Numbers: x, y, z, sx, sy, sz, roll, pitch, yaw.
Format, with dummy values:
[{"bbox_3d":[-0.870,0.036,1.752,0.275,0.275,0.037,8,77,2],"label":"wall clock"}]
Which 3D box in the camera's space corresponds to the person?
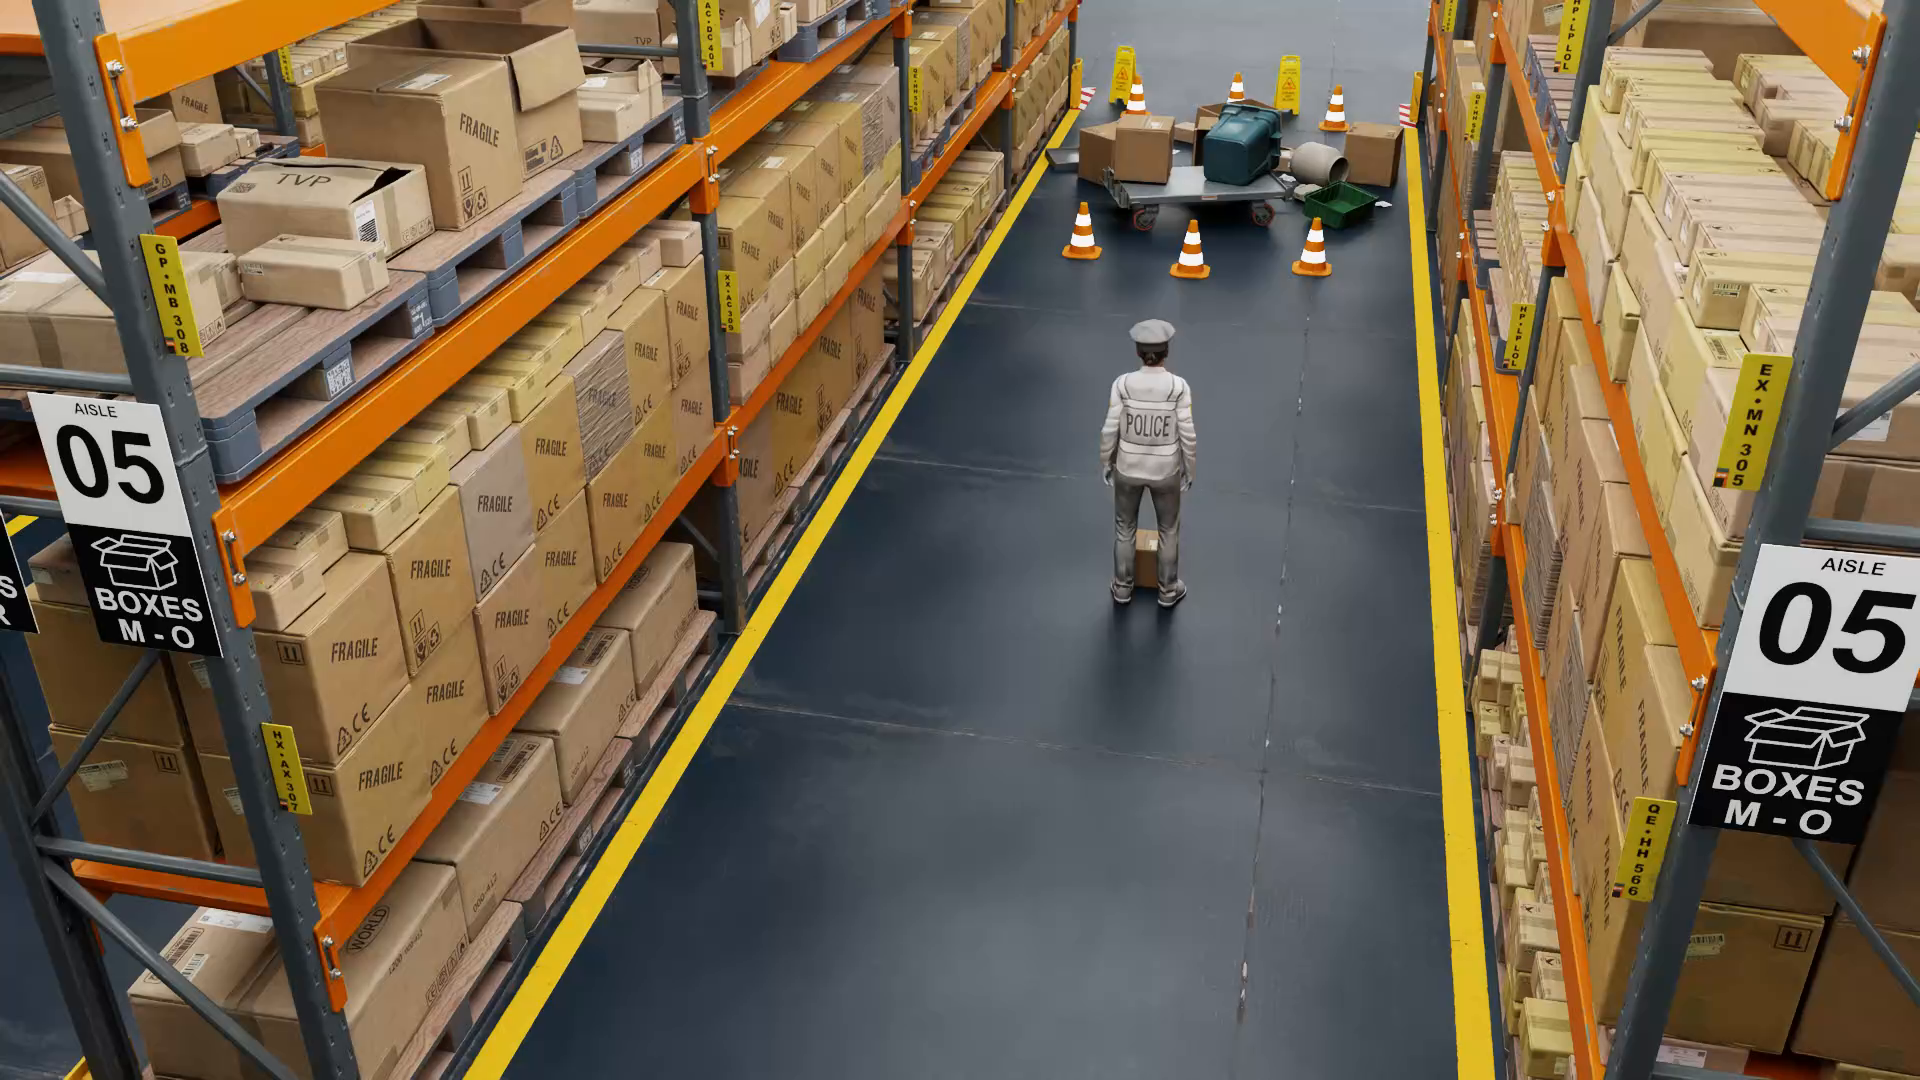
[{"bbox_3d":[1.054,-0.398,9.326,0.532,1.663,0.378,6,29,10],"label":"person"}]
